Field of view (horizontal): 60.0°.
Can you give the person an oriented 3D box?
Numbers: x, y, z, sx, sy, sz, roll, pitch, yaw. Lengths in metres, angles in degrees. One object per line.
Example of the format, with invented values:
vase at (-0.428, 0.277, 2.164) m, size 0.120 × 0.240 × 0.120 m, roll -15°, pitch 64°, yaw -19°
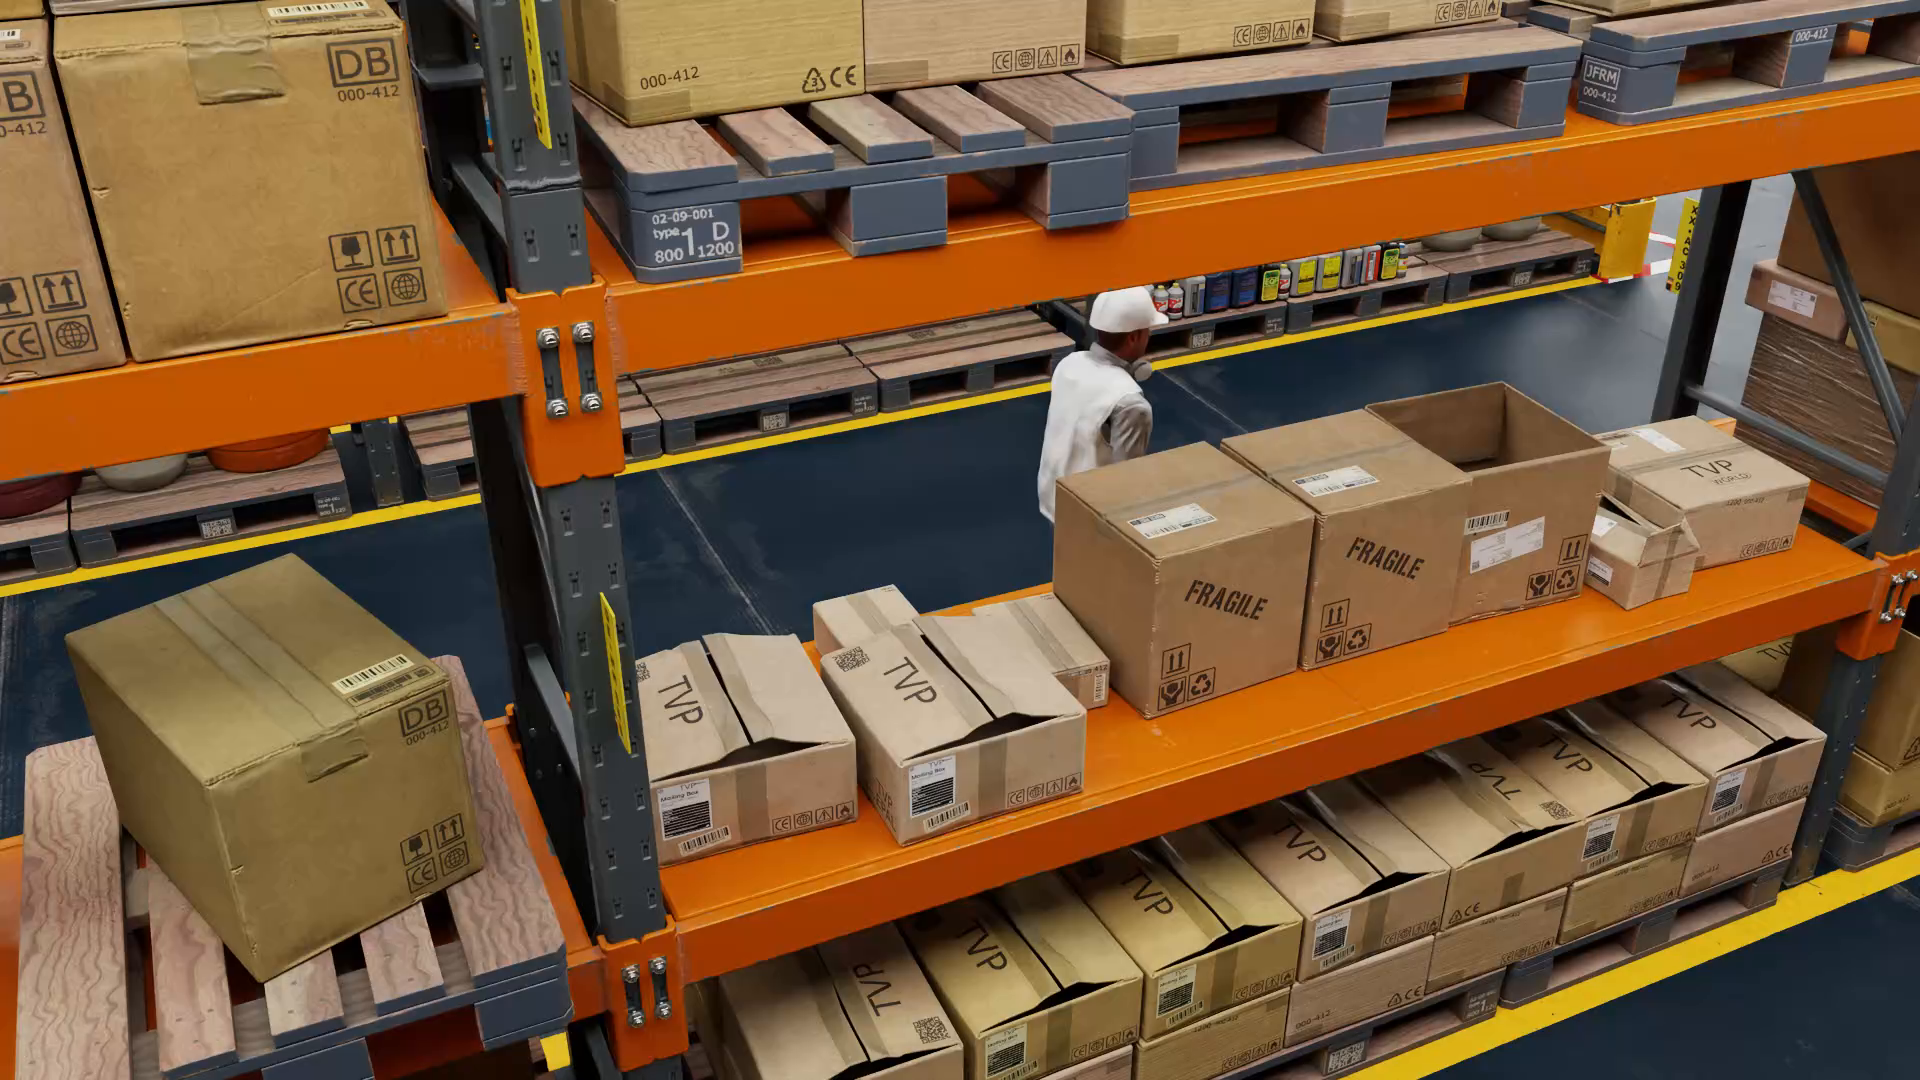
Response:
person at (0.541, -0.118, 6.311) m, size 0.465 × 1.771 × 0.582 m, roll -13°, pitch 32°, yaw -22°
